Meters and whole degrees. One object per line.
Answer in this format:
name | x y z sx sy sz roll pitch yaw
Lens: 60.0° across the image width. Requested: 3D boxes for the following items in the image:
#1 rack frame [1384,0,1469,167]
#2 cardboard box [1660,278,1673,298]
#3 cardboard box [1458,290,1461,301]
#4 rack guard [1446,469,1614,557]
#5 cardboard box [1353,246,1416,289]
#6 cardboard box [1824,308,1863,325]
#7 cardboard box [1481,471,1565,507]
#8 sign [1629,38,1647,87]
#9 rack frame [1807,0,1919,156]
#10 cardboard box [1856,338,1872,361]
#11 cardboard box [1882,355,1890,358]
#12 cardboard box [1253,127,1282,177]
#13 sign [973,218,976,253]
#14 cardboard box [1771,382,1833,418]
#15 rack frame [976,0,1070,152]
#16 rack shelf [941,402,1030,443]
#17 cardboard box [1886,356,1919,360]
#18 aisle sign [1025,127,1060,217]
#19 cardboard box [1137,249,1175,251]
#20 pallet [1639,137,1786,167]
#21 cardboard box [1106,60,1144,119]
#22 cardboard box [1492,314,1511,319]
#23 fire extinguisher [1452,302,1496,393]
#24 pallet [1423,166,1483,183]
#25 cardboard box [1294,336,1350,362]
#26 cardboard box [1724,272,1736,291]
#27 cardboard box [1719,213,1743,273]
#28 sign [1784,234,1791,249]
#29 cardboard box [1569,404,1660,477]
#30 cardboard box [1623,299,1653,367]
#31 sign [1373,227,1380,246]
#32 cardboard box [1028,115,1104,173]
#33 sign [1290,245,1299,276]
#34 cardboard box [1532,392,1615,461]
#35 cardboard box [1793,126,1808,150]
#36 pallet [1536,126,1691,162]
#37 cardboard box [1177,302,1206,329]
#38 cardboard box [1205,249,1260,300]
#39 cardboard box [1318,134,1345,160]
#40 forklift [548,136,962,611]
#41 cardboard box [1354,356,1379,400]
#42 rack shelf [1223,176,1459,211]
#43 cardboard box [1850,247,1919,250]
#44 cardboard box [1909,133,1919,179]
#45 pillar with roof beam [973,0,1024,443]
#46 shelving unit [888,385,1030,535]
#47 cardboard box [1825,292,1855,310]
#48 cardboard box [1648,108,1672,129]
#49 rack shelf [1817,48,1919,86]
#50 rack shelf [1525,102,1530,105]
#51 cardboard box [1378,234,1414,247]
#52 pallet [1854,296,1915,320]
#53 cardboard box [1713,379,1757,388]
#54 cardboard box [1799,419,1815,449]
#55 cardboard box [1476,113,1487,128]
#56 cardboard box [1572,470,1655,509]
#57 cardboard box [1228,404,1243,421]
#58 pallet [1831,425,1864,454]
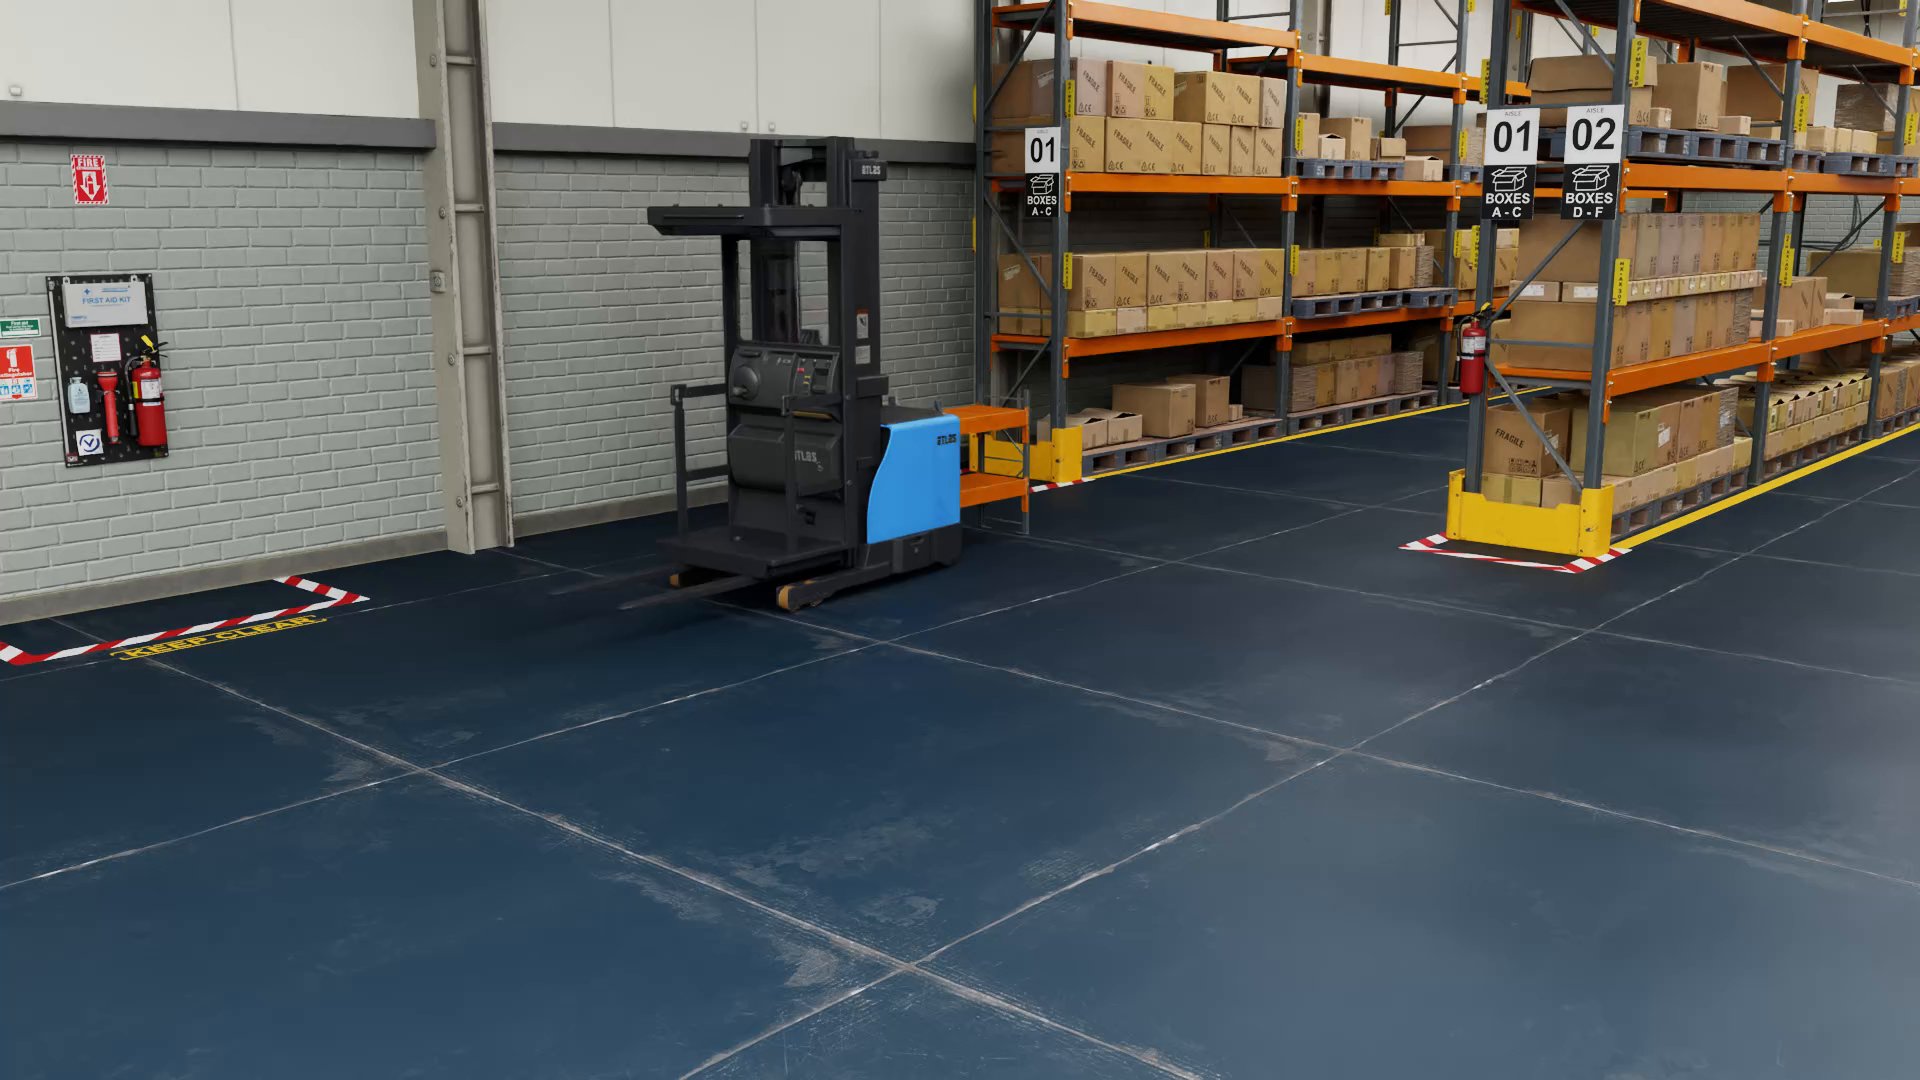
rack frame | 5.844 -6.202 20.788 1.000 3.000 0.127 10 15 40
cardboard box | 5.388 -1.992 13.116 0.380 0.149 0.250 9 14 38
cardboard box | 6.236 -3.165 21.491 0.380 0.149 0.250 9 15 40
rack guard | 4.271 -0.214 12.506 1.175 0.500 0.348 10 15 40
cardboard box | 5.193 -3.369 20.541 0.700 0.500 0.500 8 14 35
cardboard box | 9.182 -2.329 17.355 0.380 0.149 0.250 10 15 40
cardboard box | 4.419 -0.418 13.093 0.500 0.250 0.500 10 15 40
sign | 4.700 -3.309 11.528 0.100 0.325 0.005 10 15 40
rack frame | 9.568 -5.562 17.584 1.000 3.000 0.127 10 15 40
cardboard box | 10.715 -2.306 19.941 0.500 0.250 0.500 9 15 39
cardboard box | 11.027 -2.007 20.358 0.500 0.500 0.500 10 15 41
cardboard box | 3.055 -4.095 17.589 0.500 0.500 0.500 10 15 42
sign | 0.160 -2.881 15.712 0.100 0.325 0.005 10 15 40
cardboard box | 8.401 -1.419 16.675 0.500 0.311 0.500 10 15 42
rack frame | 0.564 -5.025 14.895 1.000 3.000 0.127 10 15 40
rack shelf | 0.004 -0.840 12.549 0.538 0.278 1.000 10 15 40
cardboard box | 11.434 -1.944 20.043 0.500 0.500 0.500 10 15 41
aisle sign | 0.741 -3.309 14.981 0.394 0.787 0.004 10 15 40
cardboard box | 2.059 -2.785 17.415 0.500 0.500 0.500 10 15 42
pallet | 6.384 -3.330 14.295 1.003 0.211 1.213 10 15 40
cardboard box | 1.369 -4.196 15.542 0.500 0.500 0.500 10 15 40
cardboard box | 7.569 -2.757 23.272 0.750 0.750 0.750 10 15 42
fire extinguisher | 3.860 -1.448 12.500 0.296 0.674 0.183 10 15 40
pallet | 6.230 -4.740 21.609 1.213 0.211 1.003 11 16 43
cardboard box | 4.306 -2.282 19.822 0.500 0.250 0.500 9 15 39
cardboard box | 6.401 -2.217 14.243 0.380 0.149 0.250 10 15 40
cardboard box | 6.307 -2.576 14.384 0.700 0.500 0.500 10 15 40
sign | 9.154 -3.218 18.410 0.100 0.325 0.005 10 15 40
cardboard box | 5.137 -0.792 13.054 0.500 0.500 0.500 10 15 40
cardboard box | 4.948 -1.637 12.994 0.700 0.500 0.500 10 15 42
sign | 5.425 -3.899 21.619 0.100 0.325 0.005 10 15 40
cardboard box | 0.972 -3.630 15.261 0.500 0.500 0.500 10 15 42
sign | 3.617 -3.027 17.998 0.100 0.325 0.005 10 15 40
cardboard box | 5.067 -0.935 13.767 0.500 0.500 0.500 10 15 40
cardboard box | 7.702 -3.806 15.759 0.500 0.250 0.500 8 14 35
pallet | 4.773 -2.971 12.497 1.003 0.211 1.213 10 15 40
cardboard box | 2.132 -2.277 16.783 0.500 0.250 0.500 10 15 41
cardboard box | 2.799 -2.792 17.448 0.500 0.500 0.500 10 15 40
cardboard box | 4.032 -4.465 18.907 0.500 0.311 0.500 10 15 42
forklift | -1.283 -1.096 10.715 1.130 2.935 3.031 9 14 37
cardboard box | 4.674 -2.000 20.324 0.700 0.500 0.500 10 15 40
rack shelf | 4.524 -4.084 19.679 1.077 0.370 4.000 10 15 40
cardboard box | 11.321 -3.314 20.315 0.500 0.500 0.700 -9 15 -39
cardboard box | 10.167 -4.284 18.587 0.910 0.500 0.500 10 15 40
pillar with roof beam | 3.610 -4.683 13.184 9.100 9.000 0.400 10 15 40
shelving unit | 0.004 -0.553 12.606 0.538 1.125 1.048 10 15 40
cardboard box | 9.295 -2.529 17.941 0.500 0.311 0.500 11 16 44
cardboard box | 5.196 -3.216 12.707 0.380 0.149 0.250 10 15 40
rack shelf | 10.888 -5.307 19.167 1.077 0.370 4.000 10 15 40
rack shelf | 9.805 -6.536 25.317 1.077 0.370 4.000 10 15 40
cardboard box | 5.438 -3.739 20.739 0.380 0.149 0.250 7 13 31
pallet | 9.963 -2.635 18.735 1.213 0.211 1.003 10 15 40
cardboard box | 7.984 -1.485 17.003 0.500 0.311 0.500 10 15 40
cardboard box | 8.058 -1.068 16.349 0.500 0.250 0.500 9 15 39
cardboard box | 7.452 -5.756 22.922 0.500 0.250 0.500 9 15 39
cardboard box | 5.136 -0.425 13.128 0.500 0.250 0.500 10 15 40
cardboard box | 2.873 -1.415 18.250 0.380 0.166 0.250 7 14 33
pallet | 8.995 -1.137 17.863 1.003 0.211 1.213 10 15 40
